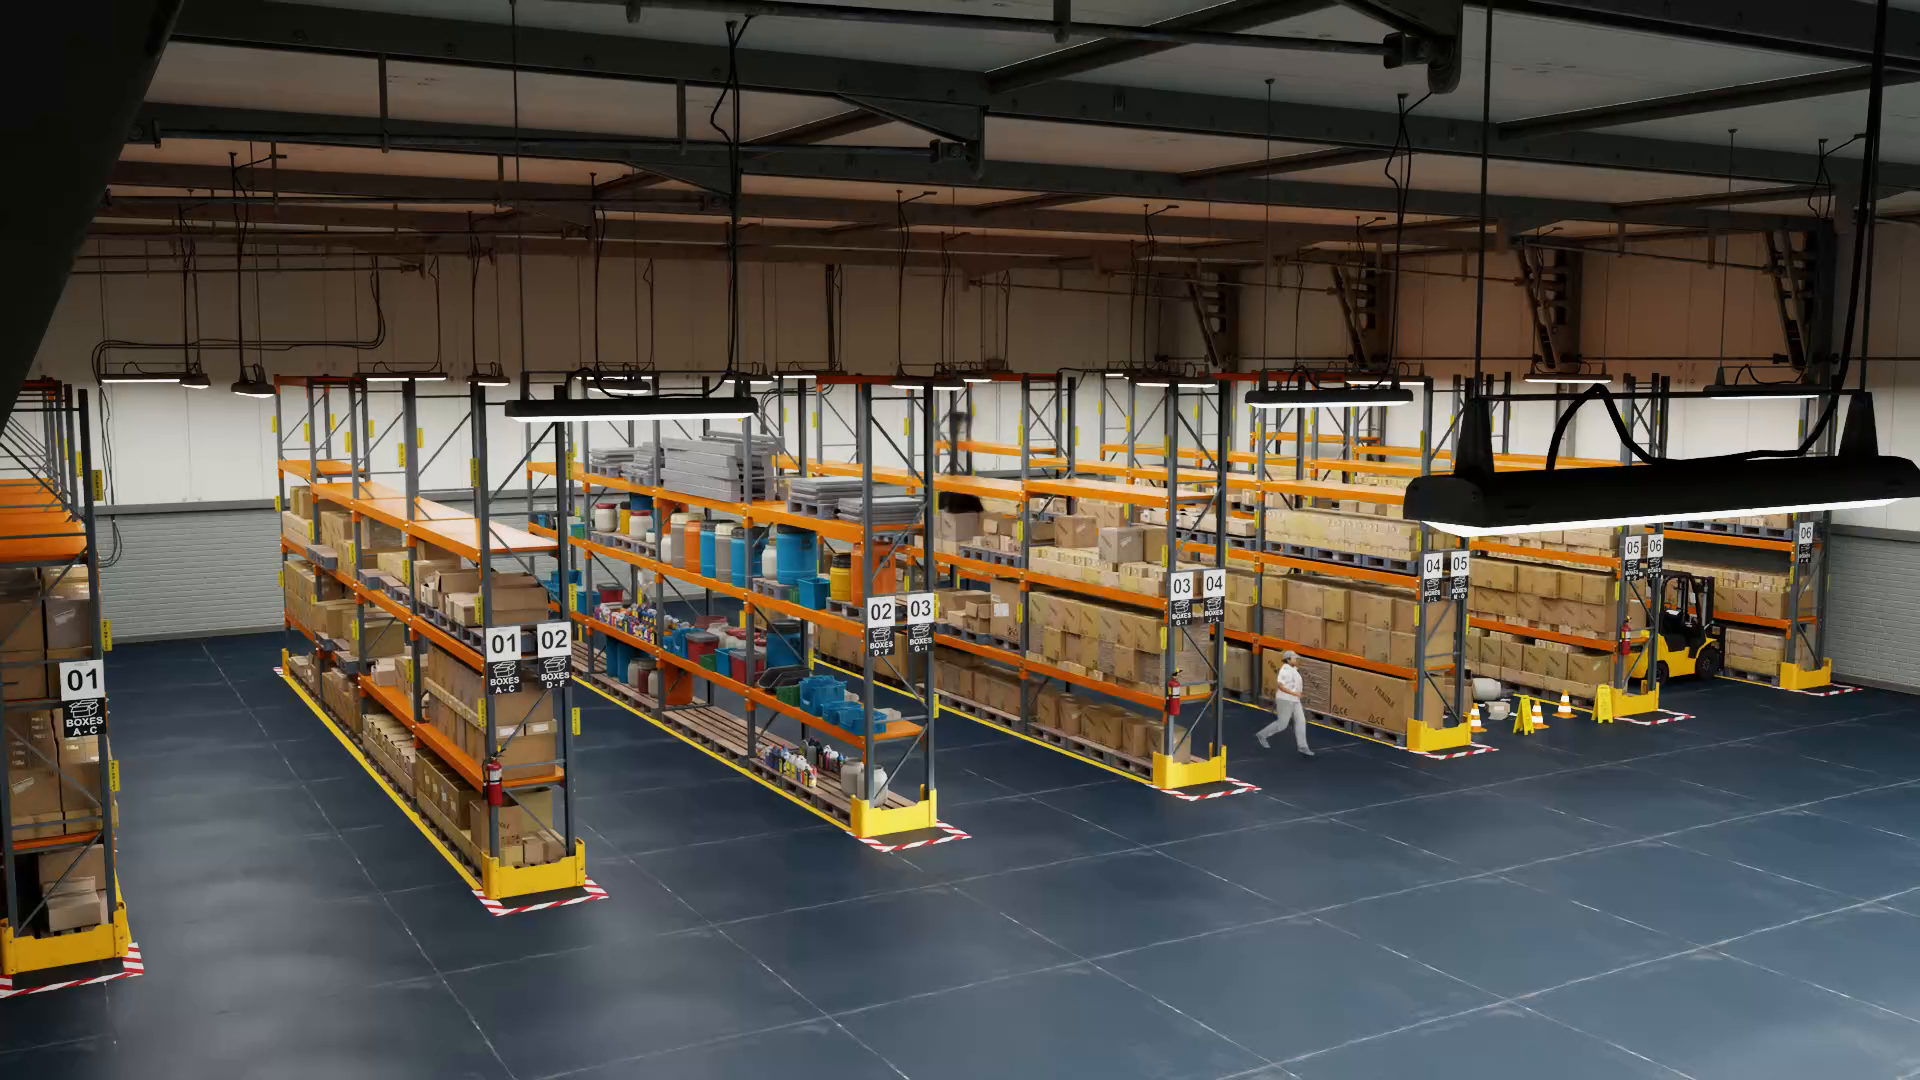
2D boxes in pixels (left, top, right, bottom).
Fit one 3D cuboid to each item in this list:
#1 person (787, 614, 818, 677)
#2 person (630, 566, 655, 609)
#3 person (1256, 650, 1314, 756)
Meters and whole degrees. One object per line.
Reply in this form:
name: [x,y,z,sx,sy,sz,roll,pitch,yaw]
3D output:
person: [-3.125,1.860,33.037,0.669,1.733,0.760,-4,7,-33]
person: [-7.468,1.277,38.941,0.667,1.604,0.509,-1,6,-9]
person: [5.274,2.592,26.678,0.959,1.659,0.643,4,7,33]
